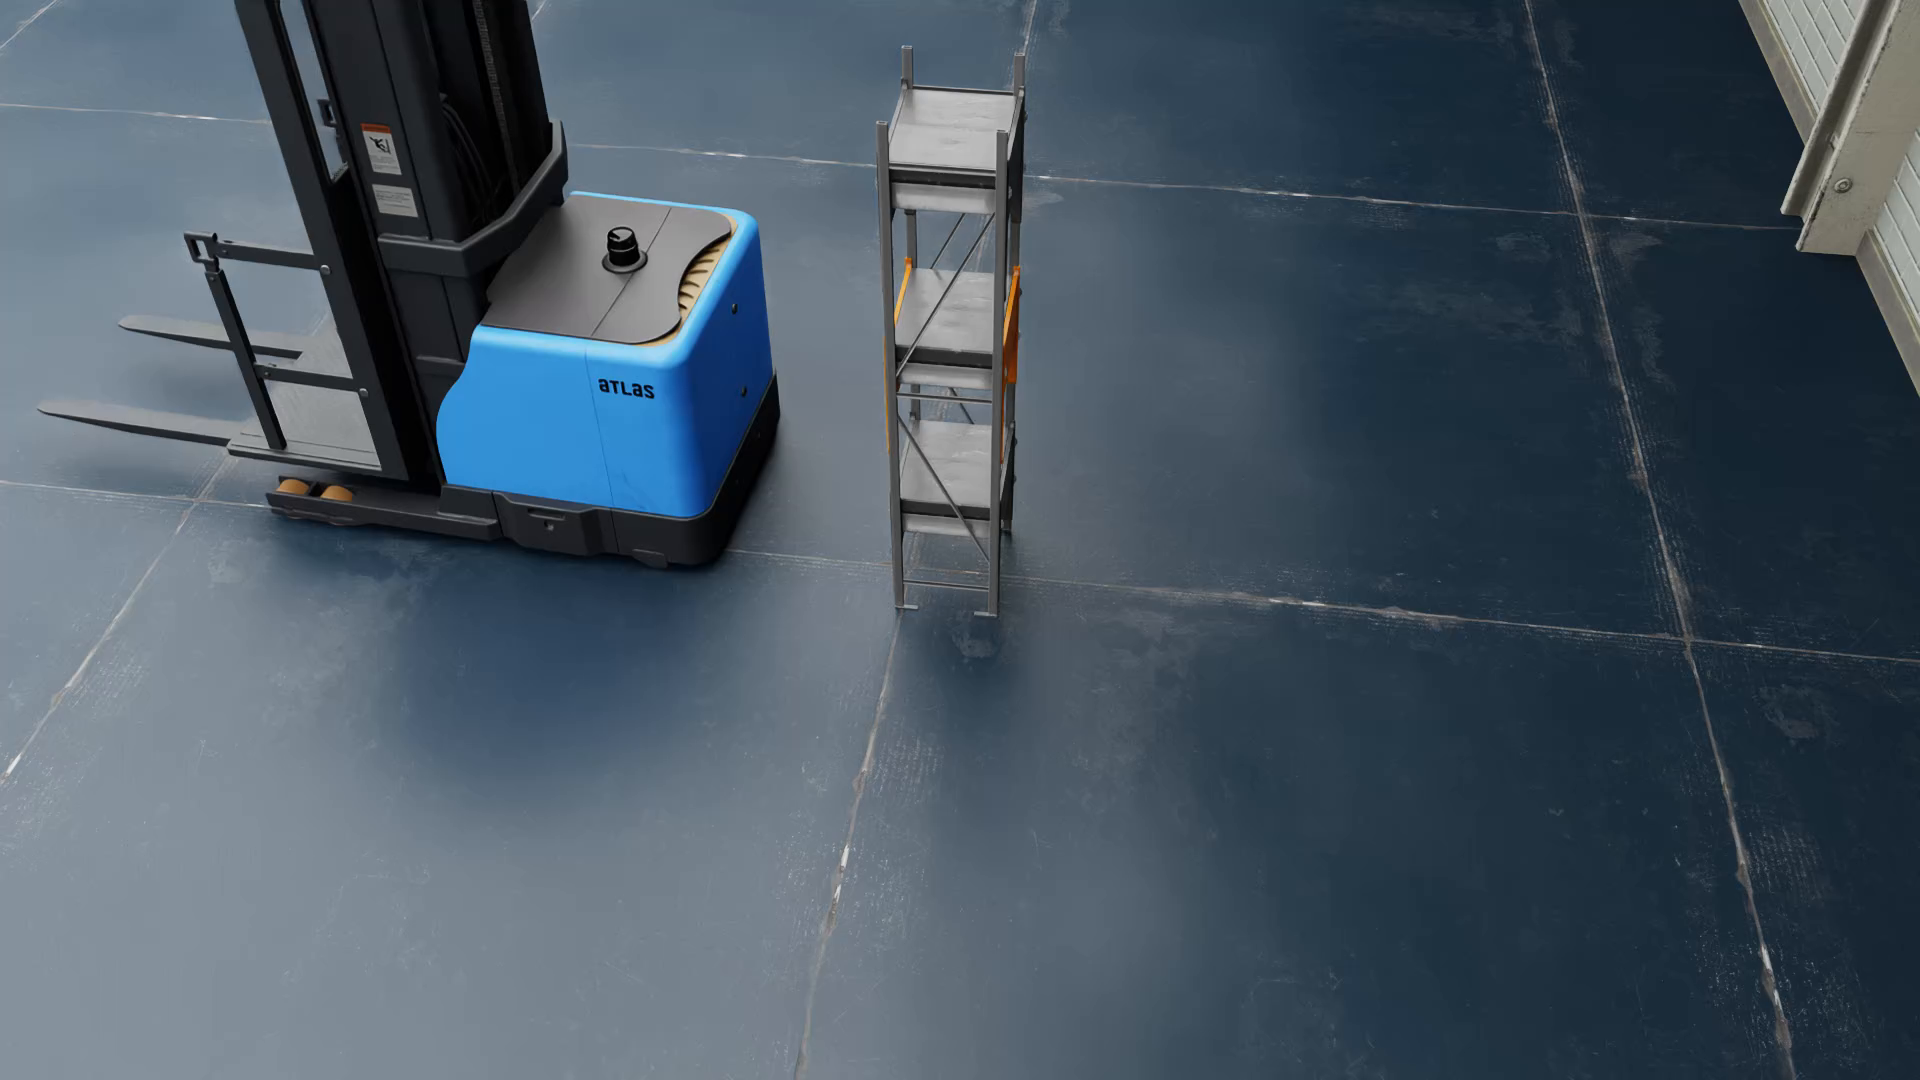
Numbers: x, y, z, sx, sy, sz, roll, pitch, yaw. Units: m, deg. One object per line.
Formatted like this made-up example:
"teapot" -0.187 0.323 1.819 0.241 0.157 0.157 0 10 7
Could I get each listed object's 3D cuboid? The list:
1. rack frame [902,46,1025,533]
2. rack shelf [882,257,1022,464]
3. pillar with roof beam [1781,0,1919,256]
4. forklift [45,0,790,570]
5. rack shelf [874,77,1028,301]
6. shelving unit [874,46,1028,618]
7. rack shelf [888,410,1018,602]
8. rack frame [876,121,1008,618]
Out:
"rack frame" 0.010 -0.816 6.085 0.400 2.100 0.015 5 44 6
"rack shelf" -0.022 -0.640 5.918 0.431 0.518 0.480 5 44 6
"pillar with roof beam" 0.078 -5.215 5.713 9.100 9.000 0.400 5 44 6
"forklift" -2.310 -1.462 6.162 3.031 2.935 1.130 8 44 9
"rack shelf" -0.022 -1.148 5.437 0.431 0.518 0.480 5 44 6
"shelving unit" -0.022 -0.650 5.909 0.431 2.100 0.503 5 44 6
"rack shelf" -0.022 -0.131 6.400 0.431 0.518 0.480 5 44 6
"rack frame" -0.054 -0.483 5.733 0.400 2.100 0.015 5 44 6
